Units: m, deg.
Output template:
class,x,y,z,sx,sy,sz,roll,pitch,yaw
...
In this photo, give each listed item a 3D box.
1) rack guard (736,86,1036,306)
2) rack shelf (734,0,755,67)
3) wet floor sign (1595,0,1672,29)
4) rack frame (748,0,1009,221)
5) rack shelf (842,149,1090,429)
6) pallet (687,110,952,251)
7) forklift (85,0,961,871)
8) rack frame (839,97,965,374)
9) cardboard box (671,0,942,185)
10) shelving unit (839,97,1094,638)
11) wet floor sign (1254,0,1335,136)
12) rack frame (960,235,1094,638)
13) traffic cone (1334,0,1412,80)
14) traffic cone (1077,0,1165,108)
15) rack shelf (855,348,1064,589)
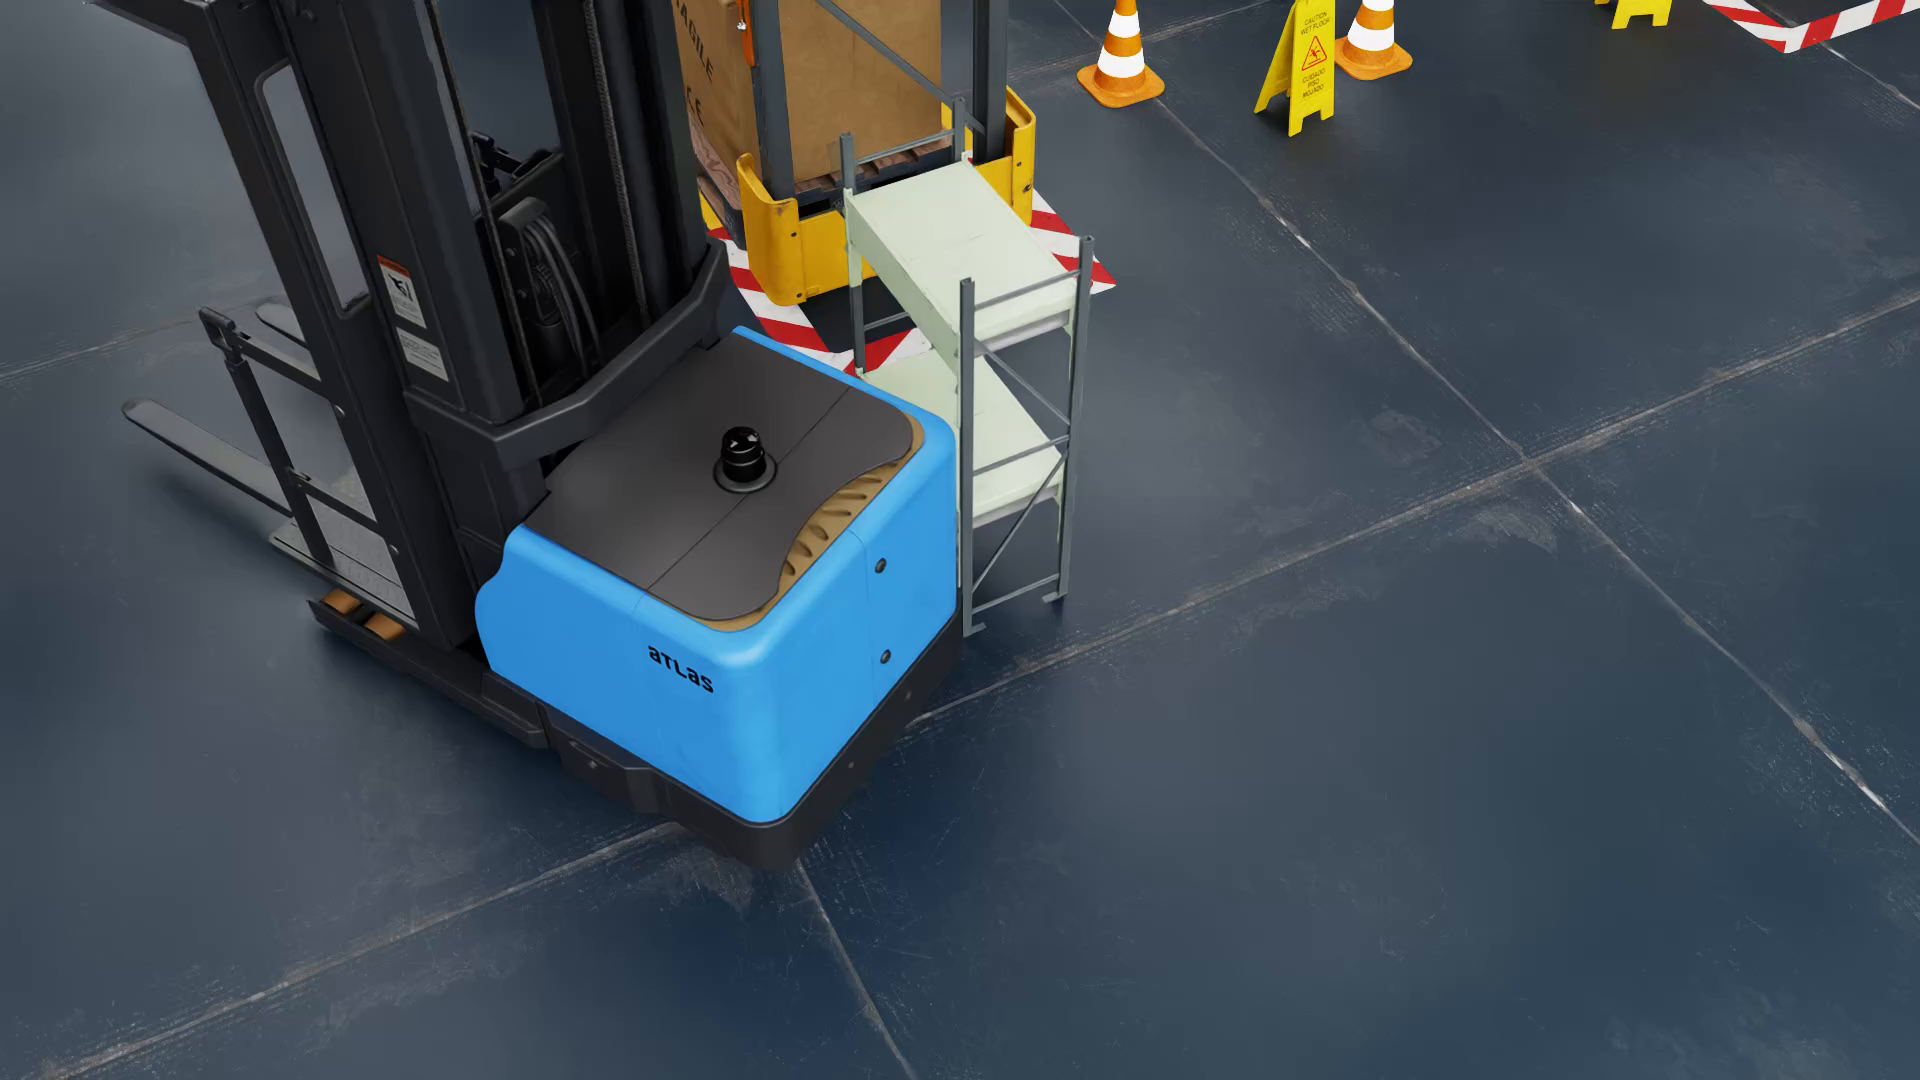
class,x,y,z,sx,sy,sz,roll,pitch,yaw
rack guard,-0.278,-1.385,6.629,1.175,0.500,0.348,-21,52,-18
rack shelf,-1.204,-3.325,7.143,1.077,0.370,4.000,-21,52,-18
wet floor sign,3.202,-2.725,7.705,0.267,0.644,0.232,-5,49,-5
rack frame,-0.289,-2.224,5.702,1.000,3.000,0.127,-21,52,-18
rack shelf,0.007,-0.749,4.890,0.431,0.370,0.720,-22,52,-18
pallet,-0.724,-1.814,7.196,1.003,0.211,1.213,-21,52,-18
forklift,-1.511,-0.878,4.571,3.031,2.935,1.130,26,54,21
rack frame,-0.166,-0.735,5.396,0.400,1.500,0.023,-22,52,-18
cardboard box,-0.658,-2.093,6.721,0.875,0.875,0.875,-21,52,-17
shelving unit,0.007,-0.492,5.184,0.431,1.500,0.755,-22,52,-18
wet floor sign,1.485,-2.111,7.168,0.267,0.644,0.232,-30,55,-23
rack frame,0.180,-0.249,4.972,0.400,1.500,0.023,-22,52,-18
traffic cone,1.891,-2.395,7.537,0.336,0.463,0.334,-21,52,-18
traffic cone,0.731,-2.233,7.396,0.336,0.463,0.334,-21,52,-18
rack shelf,0.007,-0.277,5.429,0.431,0.370,0.720,-22,52,-18
